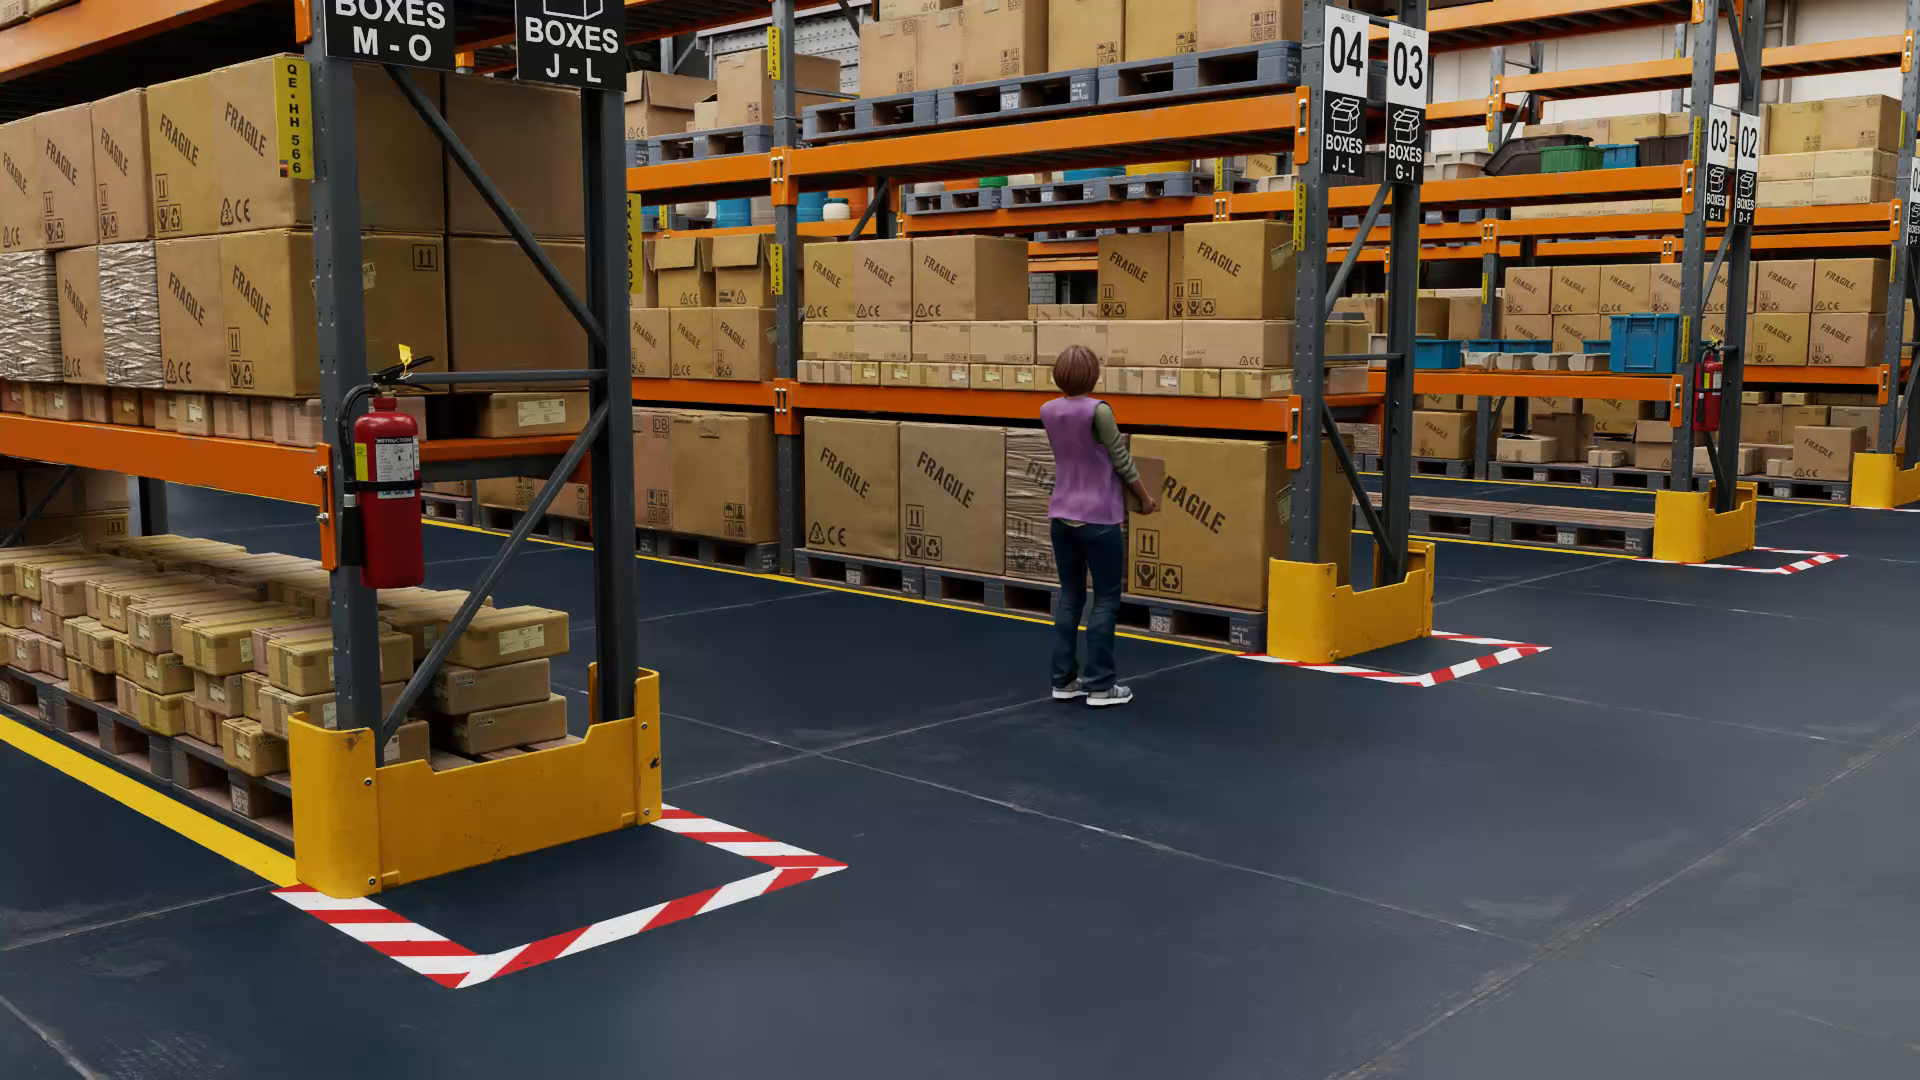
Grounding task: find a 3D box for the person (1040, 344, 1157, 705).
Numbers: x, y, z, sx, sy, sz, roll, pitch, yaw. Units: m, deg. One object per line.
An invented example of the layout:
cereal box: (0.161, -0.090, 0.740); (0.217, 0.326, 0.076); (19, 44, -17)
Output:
person: (0.612, -0.074, 7.408); (0.408, 1.589, 0.493); (7, 10, 43)
